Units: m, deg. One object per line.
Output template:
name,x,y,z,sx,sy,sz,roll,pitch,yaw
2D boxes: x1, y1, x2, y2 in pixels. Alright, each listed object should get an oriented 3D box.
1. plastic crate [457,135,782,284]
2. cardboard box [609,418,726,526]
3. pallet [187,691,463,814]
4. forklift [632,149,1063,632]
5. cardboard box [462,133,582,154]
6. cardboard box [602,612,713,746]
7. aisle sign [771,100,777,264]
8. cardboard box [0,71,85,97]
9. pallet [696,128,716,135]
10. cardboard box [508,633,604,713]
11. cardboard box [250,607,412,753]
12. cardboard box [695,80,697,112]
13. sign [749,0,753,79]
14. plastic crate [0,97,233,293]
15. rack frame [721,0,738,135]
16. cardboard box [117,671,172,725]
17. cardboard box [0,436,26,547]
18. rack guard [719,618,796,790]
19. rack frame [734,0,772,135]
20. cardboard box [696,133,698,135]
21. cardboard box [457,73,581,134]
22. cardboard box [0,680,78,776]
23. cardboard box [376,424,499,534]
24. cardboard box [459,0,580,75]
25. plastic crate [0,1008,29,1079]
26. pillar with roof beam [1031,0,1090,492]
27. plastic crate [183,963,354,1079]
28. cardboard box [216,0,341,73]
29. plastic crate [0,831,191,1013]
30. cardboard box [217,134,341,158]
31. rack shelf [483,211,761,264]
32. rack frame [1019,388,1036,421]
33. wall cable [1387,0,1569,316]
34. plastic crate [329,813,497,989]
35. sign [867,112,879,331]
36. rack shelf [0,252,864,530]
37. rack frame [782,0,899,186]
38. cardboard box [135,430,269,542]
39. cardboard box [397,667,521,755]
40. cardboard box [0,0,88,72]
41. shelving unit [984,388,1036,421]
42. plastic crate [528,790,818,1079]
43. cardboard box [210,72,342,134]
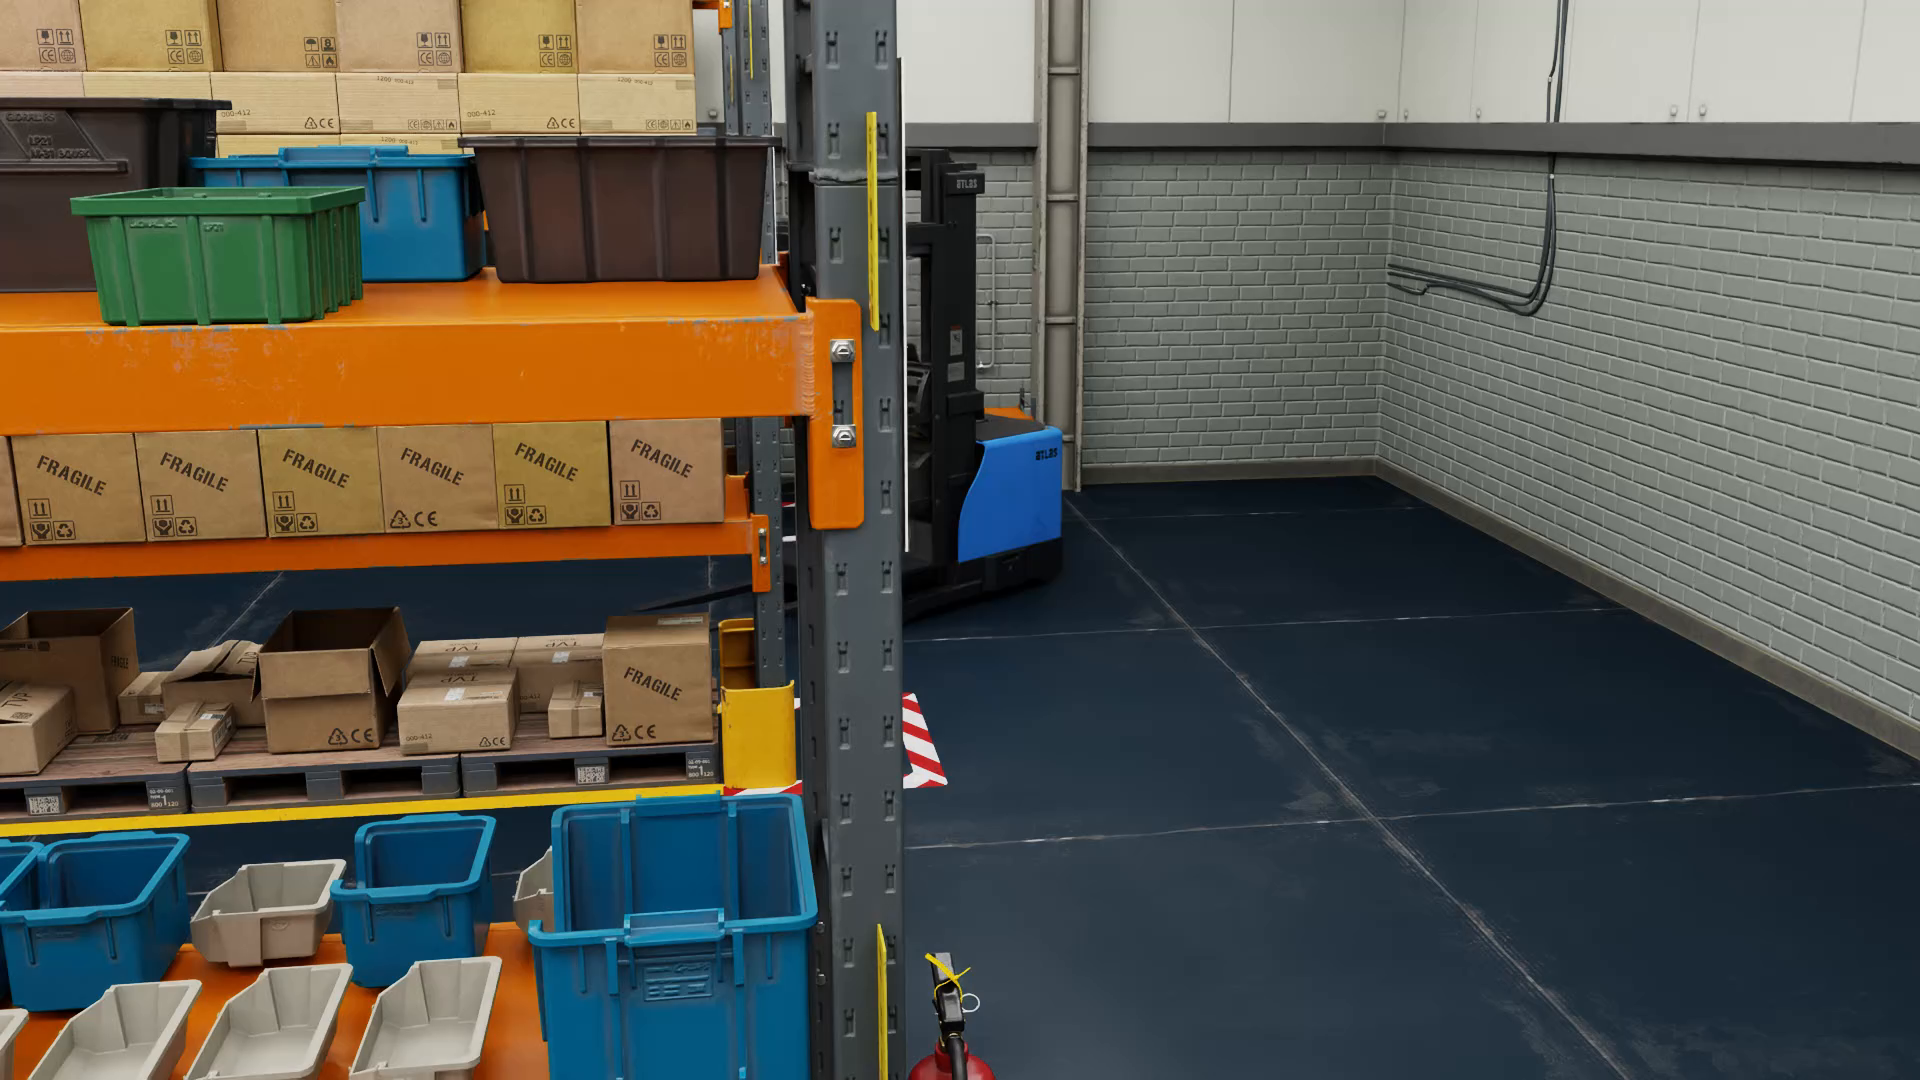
plastic crate,-0.654,-0.661,3.293,0.590,0.269,0.497,-2,14,-8
cardboard box,-1.369,-0.375,7.844,0.500,0.500,0.500,-2,14,-7
pallet,-3.033,1.020,8.221,1.213,0.211,1.003,-2,14,-8
forklift,-0.687,-0.984,10.621,3.031,2.935,1.130,-13,19,-43
cardboard box,-1.931,-1.692,7.446,0.500,0.250,0.500,-2,14,-8
cardboard box,-1.467,0.670,8.117,0.500,0.500,0.500,-2,14,-8
aisle sign,-0.853,-1.598,7.581,0.004,0.787,0.394,-2,14,-8
cardboard box,-3.910,-1.864,7.102,0.500,0.250,0.500,-2,14,-8
pallet,-2.440,-2.982,12.461,1.213,0.211,1.003,-2,14,-8
cardboard box,-2.041,0.682,8.584,0.500,0.250,0.500,-2,14,-8
cardboard box,-3.065,0.665,8.130,0.637,0.503,0.797,-2,14,-8
cardboard box,-1.513,-2.076,7.950,0.500,0.250,0.500,-2,14,-8
sign,-0.903,-2.158,7.174,0.005,0.325,0.100,-2,14,-8
plastic crate,-1.784,-0.652,3.116,0.767,0.338,0.504,-2,14,-8
rack frame,-1.708,-4.509,12.203,0.127,3.000,1.000,-2,14,-8
cardboard box,-4.039,0.790,8.363,0.250,0.149,0.380,-2,14,-8
cardboard box,-4.377,-0.264,7.404,0.500,0.500,0.500,-2,14,-7
rack guard,-1.041,0.807,8.475,0.348,0.500,1.175,-2,14,-8
rack frame,-0.966,-3.318,7.452,0.127,3.000,1.000,-2,14,-8
cardboard box,-1.512,-1.833,8.005,0.500,0.250,0.500,-2,14,-8
cardboard box,-1.931,-1.934,7.383,0.500,0.250,0.500,-2,14,-8
cardboard box,-4.474,0.865,7.730,0.500,0.311,0.500,-2,14,-8
cardboard box,-2.375,-0.338,7.698,0.500,0.500,0.500,-2,14,-8
cardboard box,-1.979,-2.376,7.602,0.500,0.500,0.700,-2,14,-8
plastic crate,-1.862,0.994,3.011,0.250,0.136,0.298,-2,14,-8
pillar with roof beam,1.474,-3.780,9.293,0.400,9.000,9.100,-2,14,-8
plastic crate,-1.300,0.963,3.135,0.243,0.136,0.396,-2,14,-8
cardboard box,-2.966,-2.336,7.444,0.500,0.500,0.700,-2,14,-8
plastic crate,-1.827,0.813,3.533,0.300,0.233,0.416,-2,14,-8
cardboard box,-2.920,-1.657,7.305,0.500,0.250,0.500,-2,14,-8
rack shelf,-2.944,-1.441,7.615,4.000,0.370,1.077,-2,14,-8
rack frame,0.509,-0.564,12.659,0.032,1.125,0.500,-2,14,-8
wall cable,3.938,-3.122,13.055,0.112,2.526,3.097,-2,14,-8
plastic crate,-1.176,0.790,3.628,0.300,0.233,0.416,-2,14,-8
sign,-0.134,-0.489,2.553,0.005,0.325,0.100,-2,14,-8
rack shelf,-2.210,-0.250,2.864,4.000,0.370,1.077,-2,14,-8
rack frame,-0.232,-2.126,2.700,0.127,3.000,1.000,-2,14,-8
cardboard box,-3.376,-0.301,7.551,0.500,0.500,0.500,-2,14,-9
cardboard box,-2.411,0.819,8.039,0.500,0.250,0.500,-2,14,-8
cardboard box,-3.931,-2.262,7.148,0.500,0.500,0.700,-2,14,-8
shelving unit,0.007,-0.546,12.586,1.048,1.125,0.538,-2,14,-8
plastic crate,-0.535,0.795,3.191,0.499,0.435,0.616,-2,14,-8
cardboard box,-2.919,-1.897,7.236,0.500,0.250,0.500,-2,14,-8
